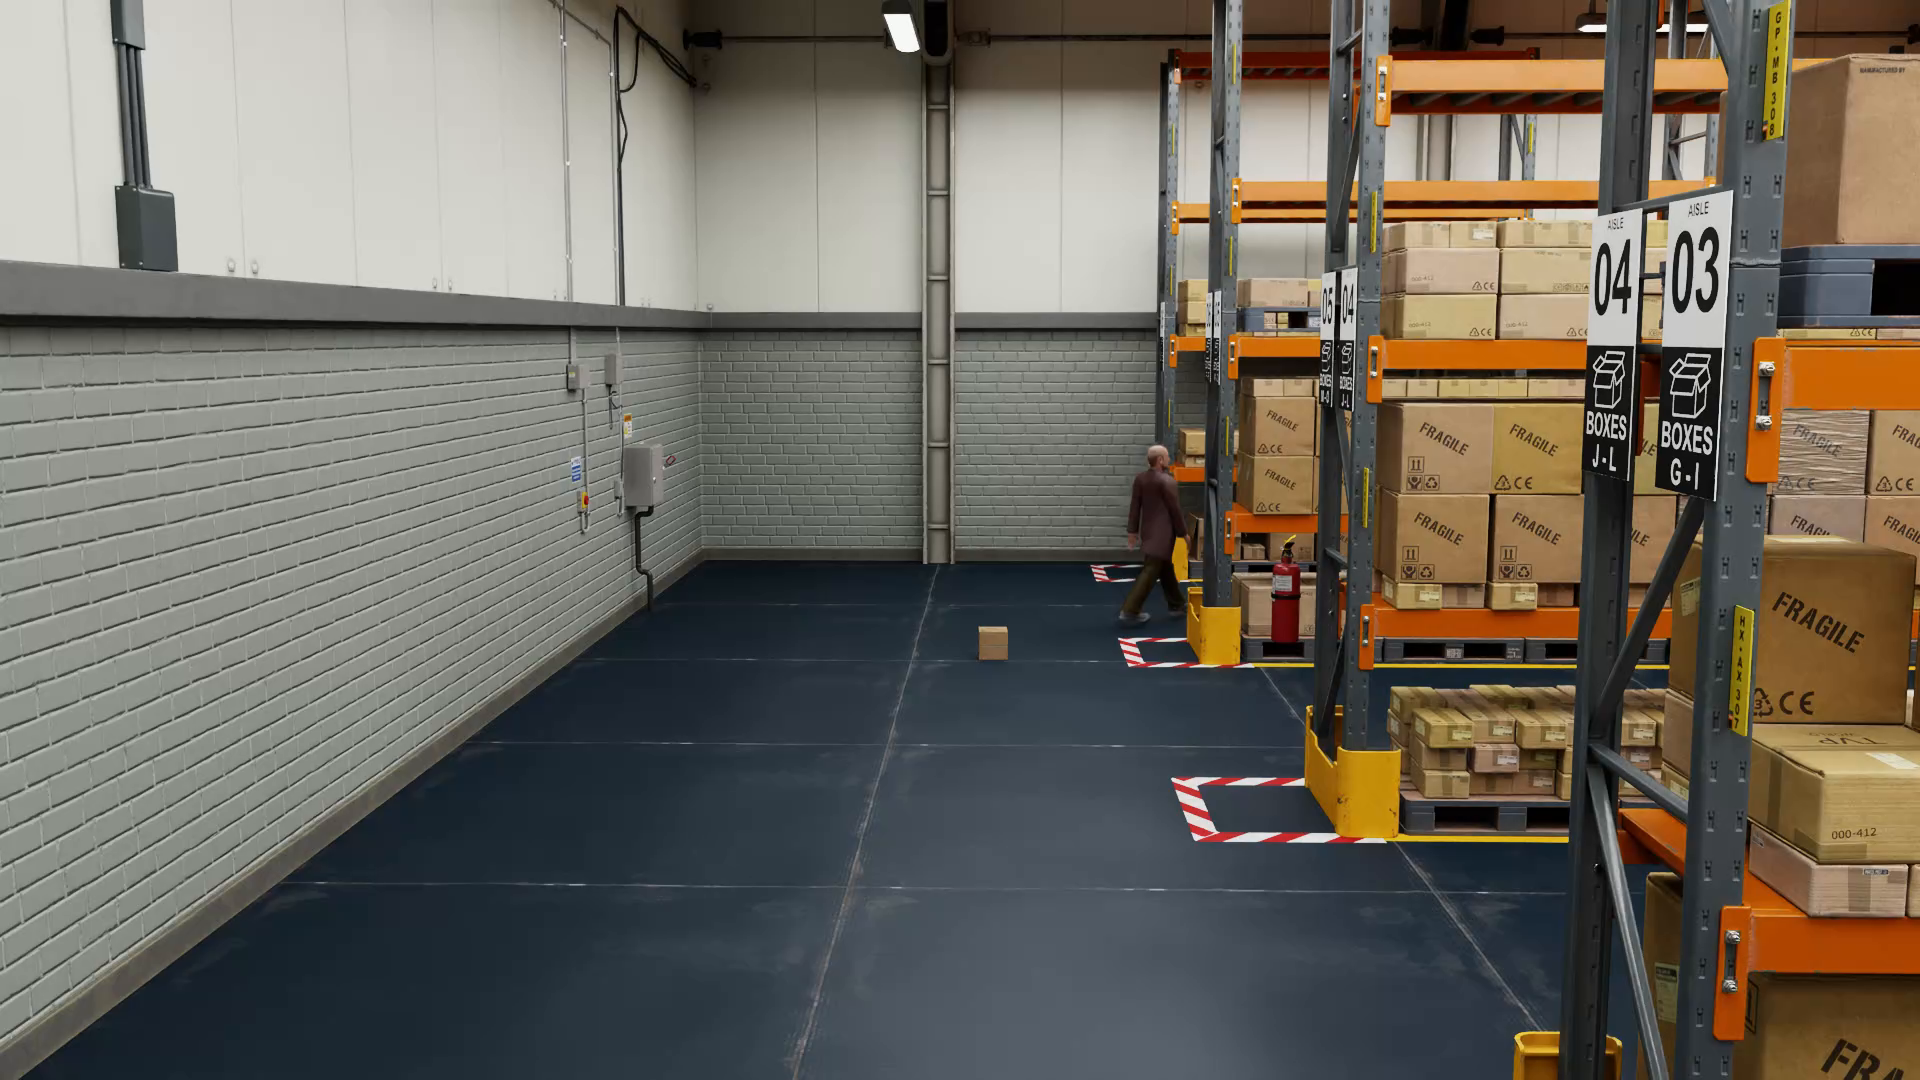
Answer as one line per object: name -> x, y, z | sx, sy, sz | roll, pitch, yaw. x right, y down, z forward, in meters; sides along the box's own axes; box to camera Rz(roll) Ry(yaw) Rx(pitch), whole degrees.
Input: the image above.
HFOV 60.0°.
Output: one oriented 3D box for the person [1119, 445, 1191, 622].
person -> 1.998, -0.072, 16.302 | 1.081, 1.722, 0.631 | -4, 8, -29
